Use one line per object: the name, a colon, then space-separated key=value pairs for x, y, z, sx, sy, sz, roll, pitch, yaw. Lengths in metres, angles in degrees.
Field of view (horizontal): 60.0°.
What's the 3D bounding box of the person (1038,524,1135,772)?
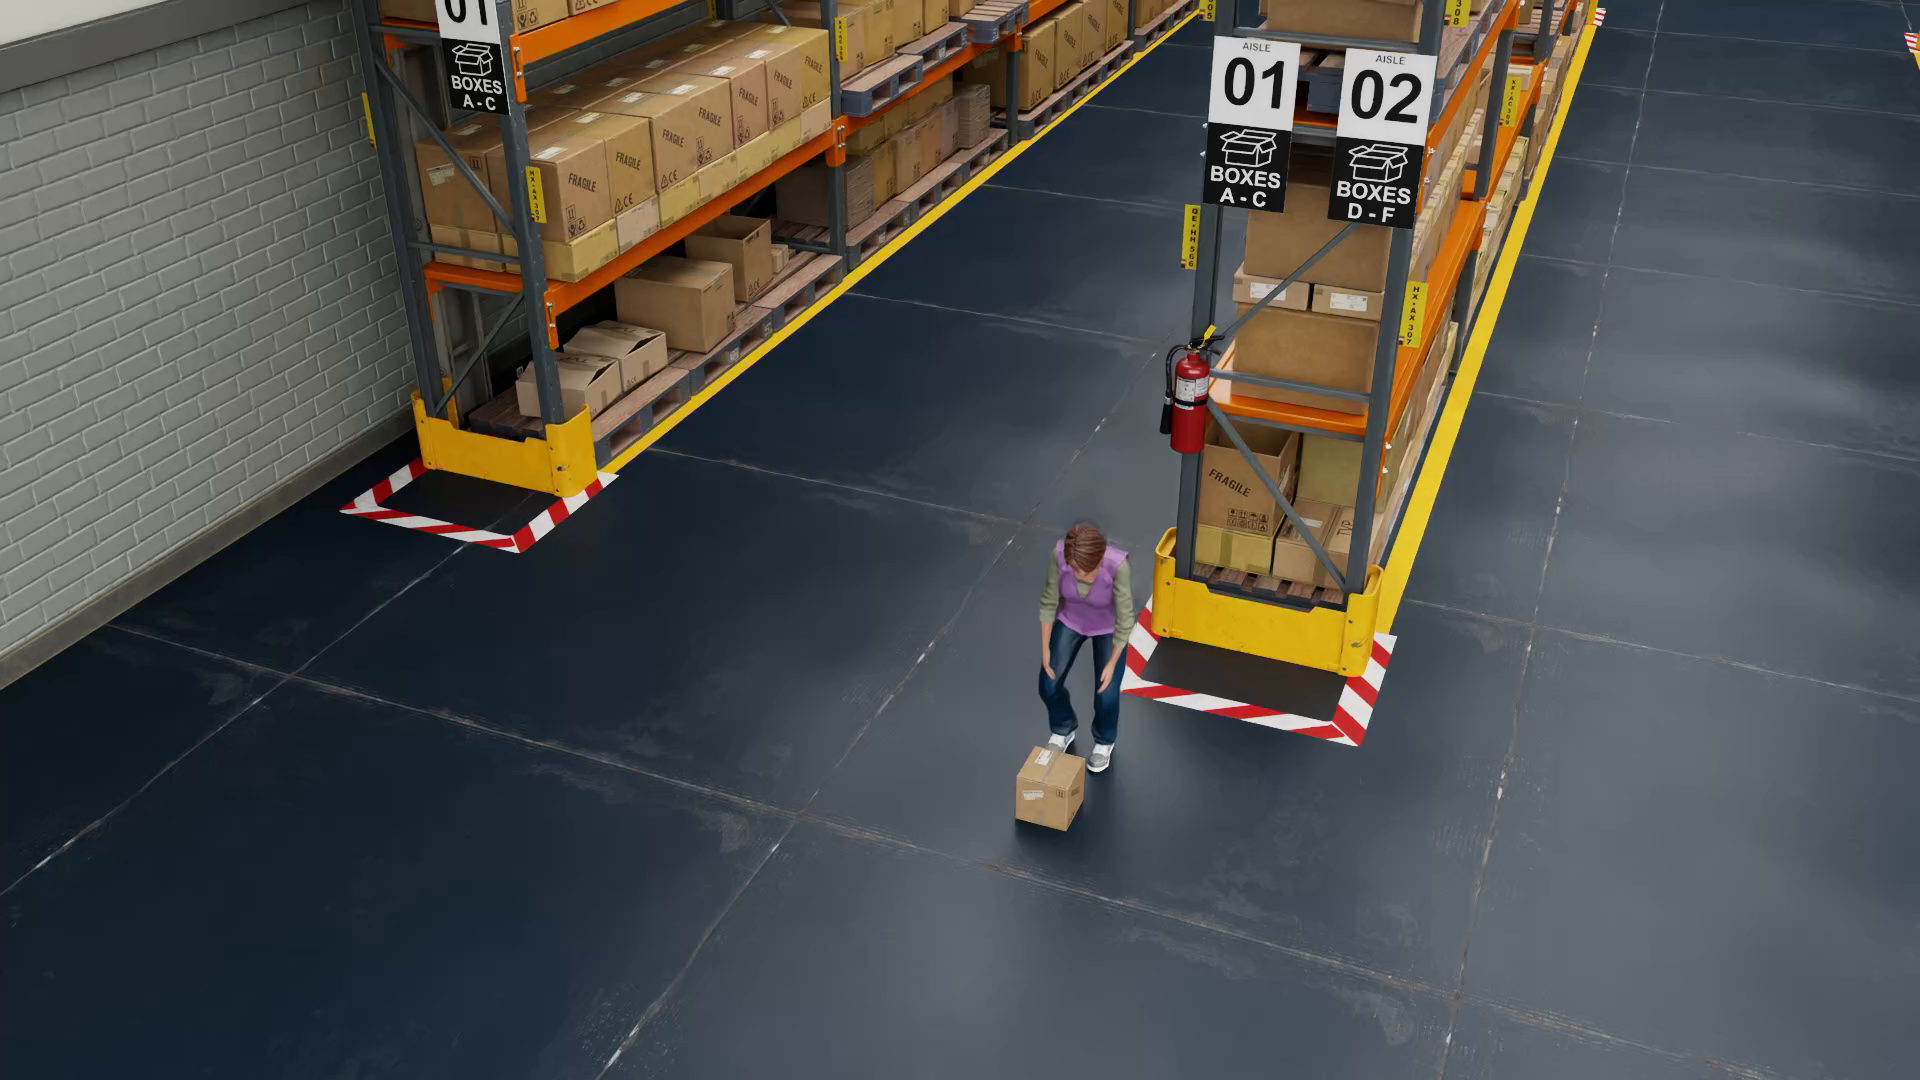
person: x=0.609 y=0.468 z=7.794 sx=0.458 sy=1.400 sz=0.581 roll=12 pitch=32 yaw=19
